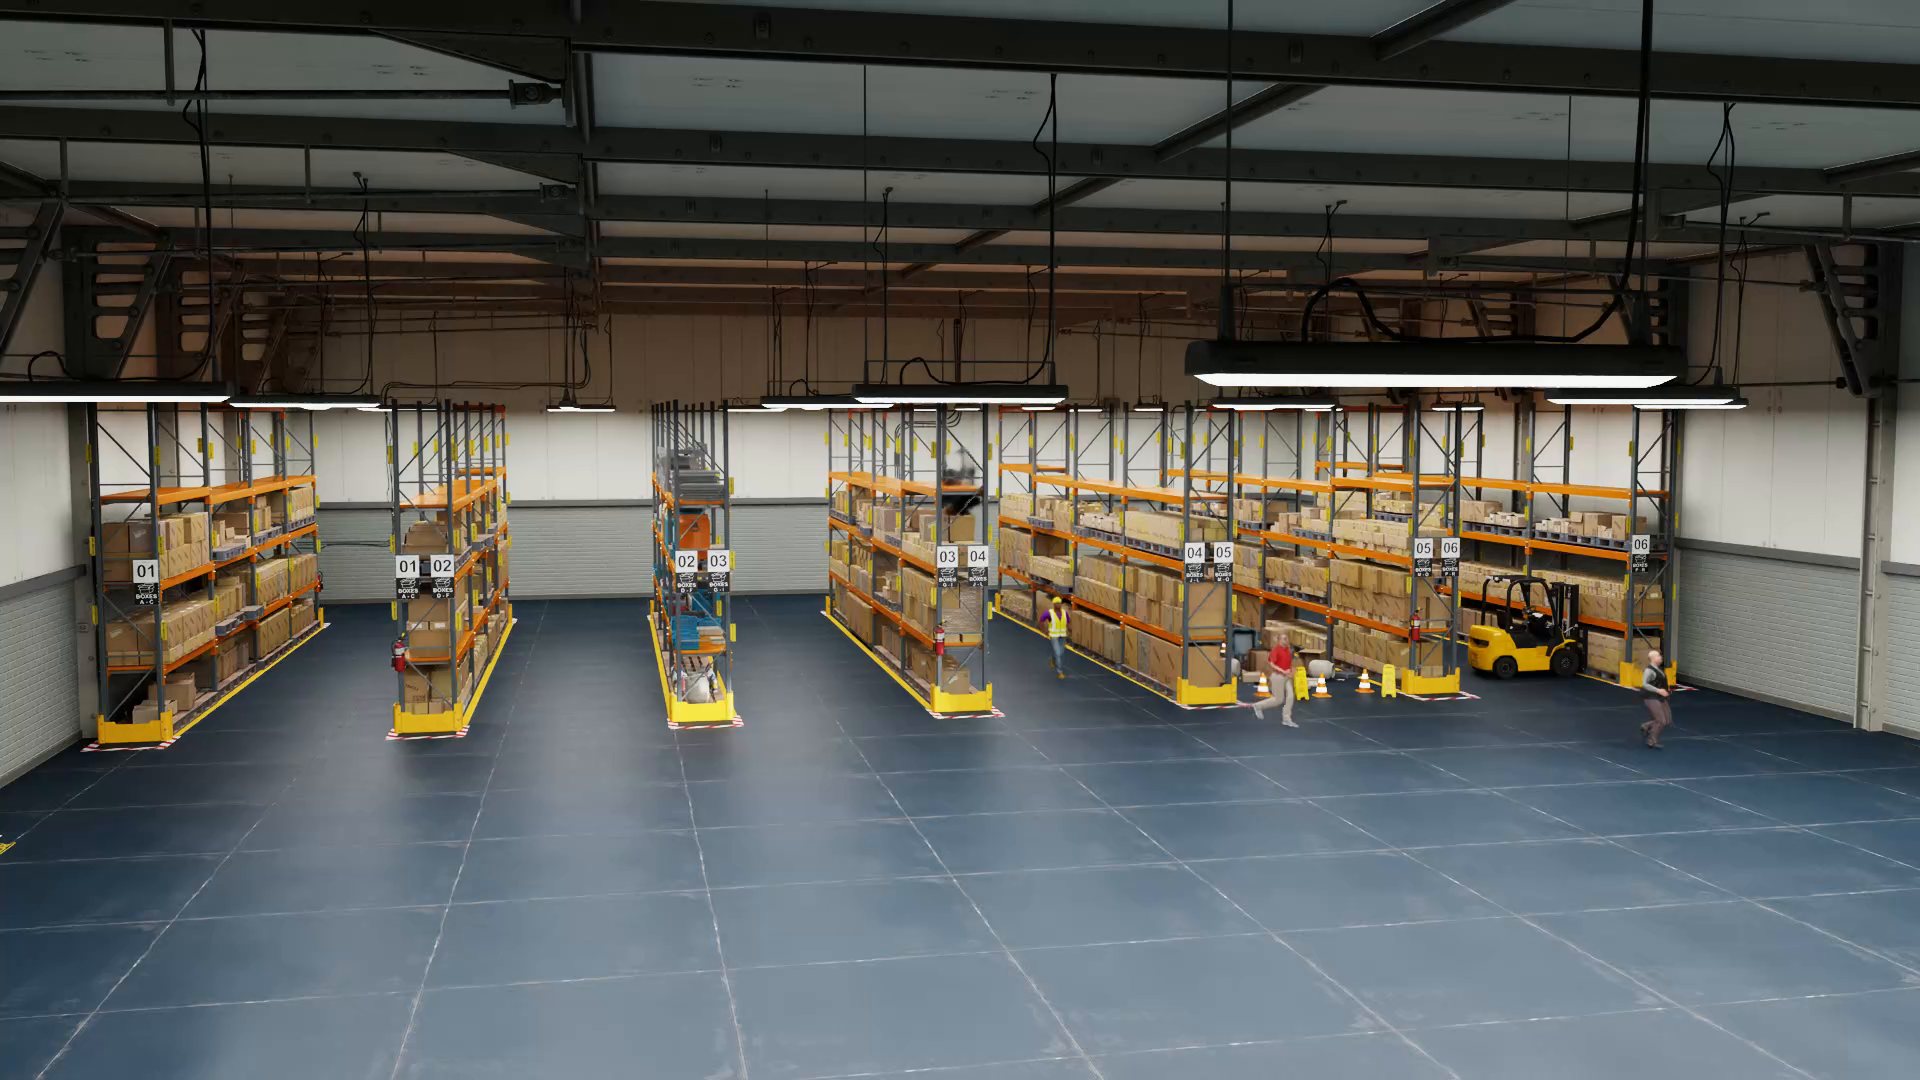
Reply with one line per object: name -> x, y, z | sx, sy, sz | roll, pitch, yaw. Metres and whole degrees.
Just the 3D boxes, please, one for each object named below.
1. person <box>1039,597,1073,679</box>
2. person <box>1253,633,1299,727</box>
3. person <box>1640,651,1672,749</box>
person -> 2.105, 2.121, 36.338 | 0.700, 1.762, 0.881 | -2, 5, -23
person -> 5.886, 2.574, 30.688 | 0.813, 1.726, 0.670 | 3, 5, 37
person -> 11.933, 2.736, 28.518 | 0.656, 1.673, 0.604 | -4, 6, -44
